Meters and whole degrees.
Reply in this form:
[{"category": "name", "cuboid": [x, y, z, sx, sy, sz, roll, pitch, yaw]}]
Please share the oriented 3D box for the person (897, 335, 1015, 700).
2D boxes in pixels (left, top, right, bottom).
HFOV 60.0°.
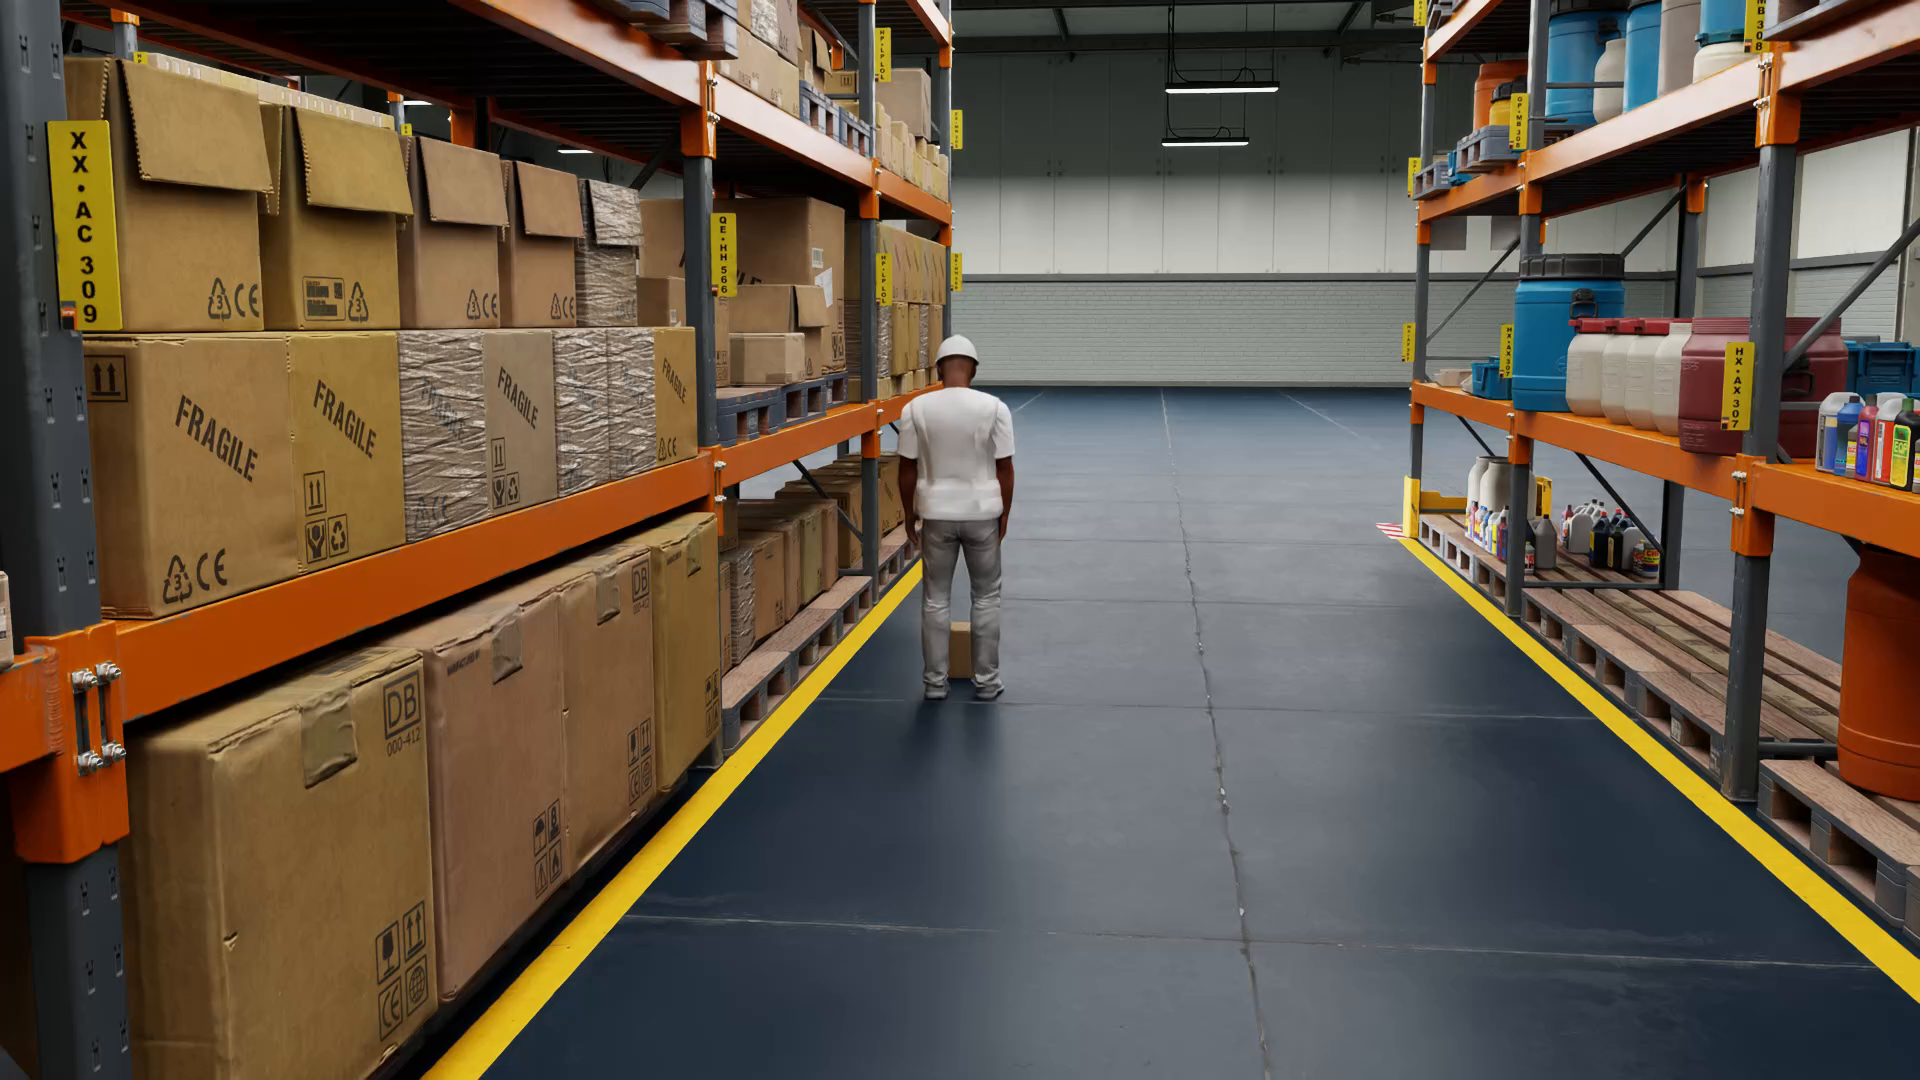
[{"category": "person", "cuboid": [-0.015, -0.109, 8.081, 0.571, 1.758, 0.379, 1, 8, 7]}]
